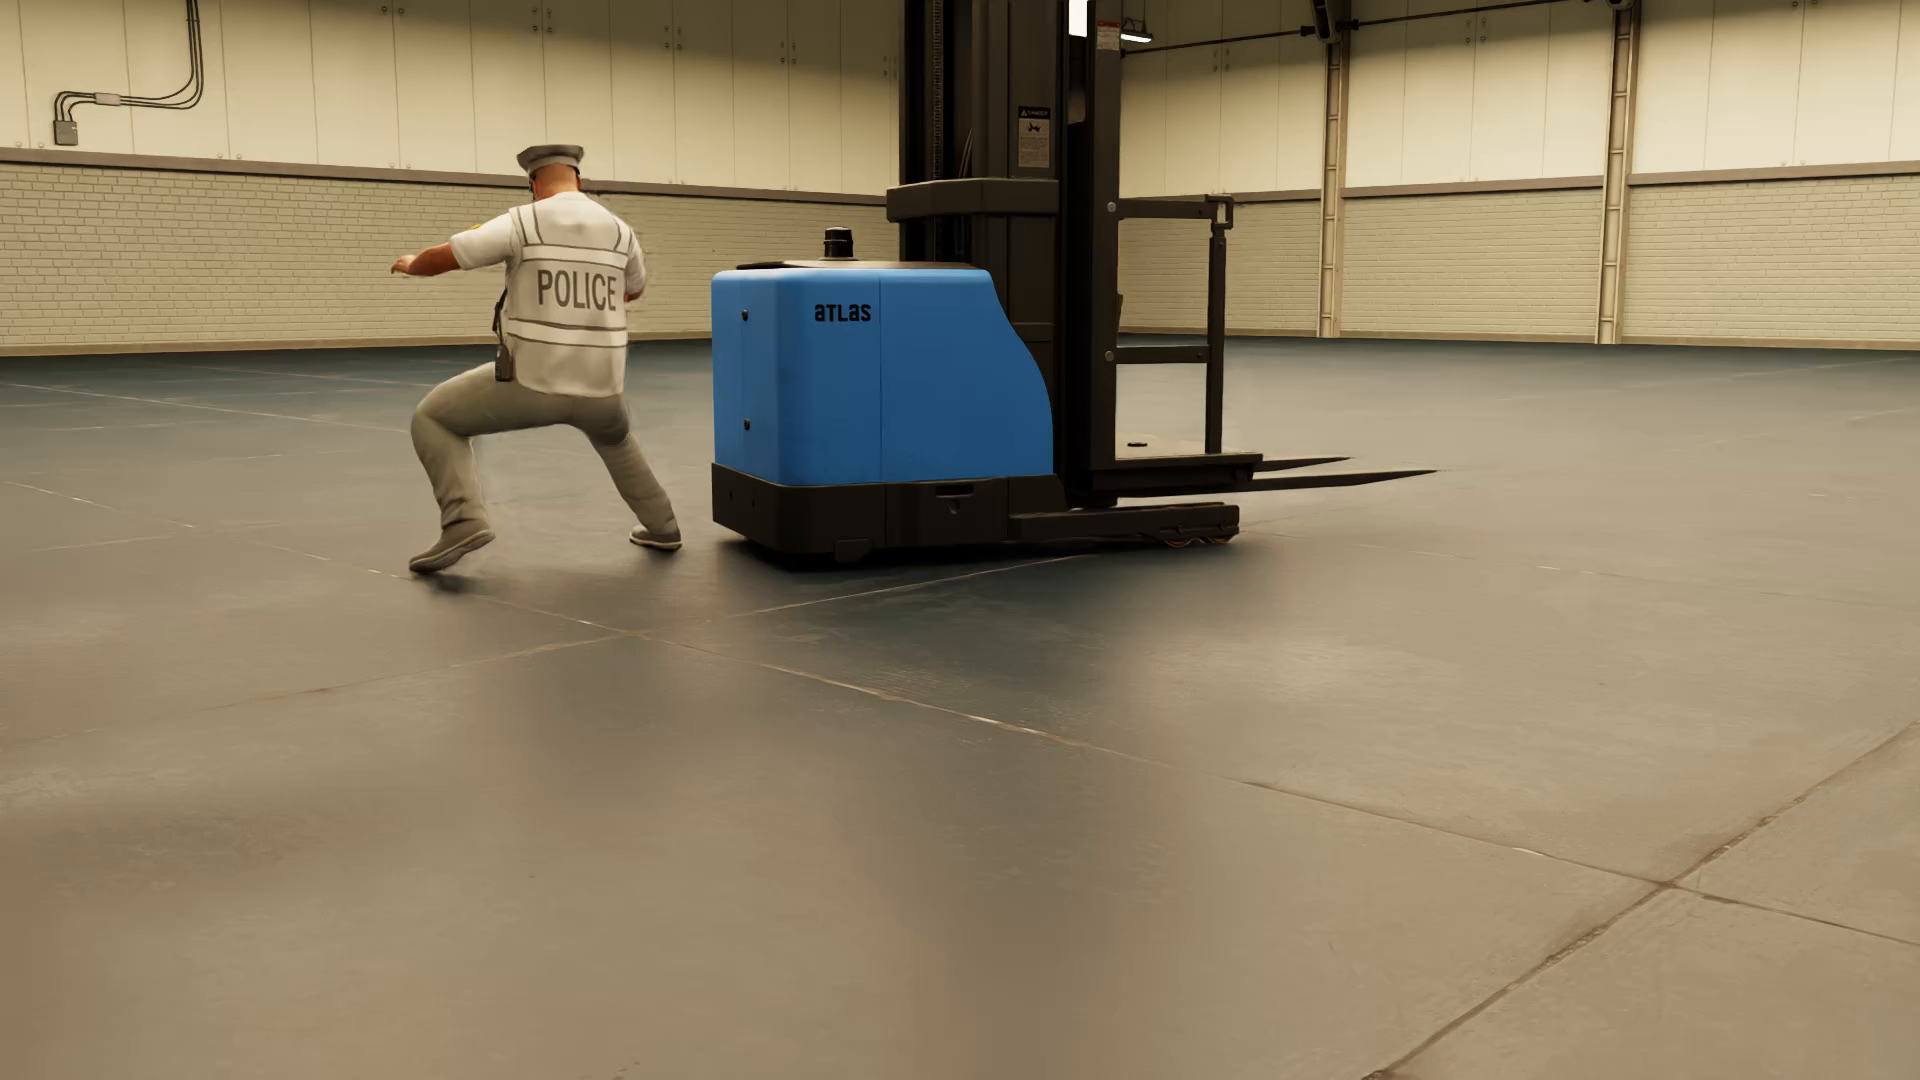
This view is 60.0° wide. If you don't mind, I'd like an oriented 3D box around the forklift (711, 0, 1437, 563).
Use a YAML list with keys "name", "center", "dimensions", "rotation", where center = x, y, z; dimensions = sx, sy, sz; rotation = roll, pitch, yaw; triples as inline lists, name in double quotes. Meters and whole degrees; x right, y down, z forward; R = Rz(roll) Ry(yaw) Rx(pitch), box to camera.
- name: "forklift"
  center: [0.559, -1.486, 6.742]
  dimensions: [3.031, 2.935, 1.130]
  rotation: [-4, 9, -23]

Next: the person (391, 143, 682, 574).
- name: "person"
  center: [-1.524, -0.669, 6.081]
  dimensions: [1.067, 1.514, 0.760]
  rotation: [-6, 10, -33]
